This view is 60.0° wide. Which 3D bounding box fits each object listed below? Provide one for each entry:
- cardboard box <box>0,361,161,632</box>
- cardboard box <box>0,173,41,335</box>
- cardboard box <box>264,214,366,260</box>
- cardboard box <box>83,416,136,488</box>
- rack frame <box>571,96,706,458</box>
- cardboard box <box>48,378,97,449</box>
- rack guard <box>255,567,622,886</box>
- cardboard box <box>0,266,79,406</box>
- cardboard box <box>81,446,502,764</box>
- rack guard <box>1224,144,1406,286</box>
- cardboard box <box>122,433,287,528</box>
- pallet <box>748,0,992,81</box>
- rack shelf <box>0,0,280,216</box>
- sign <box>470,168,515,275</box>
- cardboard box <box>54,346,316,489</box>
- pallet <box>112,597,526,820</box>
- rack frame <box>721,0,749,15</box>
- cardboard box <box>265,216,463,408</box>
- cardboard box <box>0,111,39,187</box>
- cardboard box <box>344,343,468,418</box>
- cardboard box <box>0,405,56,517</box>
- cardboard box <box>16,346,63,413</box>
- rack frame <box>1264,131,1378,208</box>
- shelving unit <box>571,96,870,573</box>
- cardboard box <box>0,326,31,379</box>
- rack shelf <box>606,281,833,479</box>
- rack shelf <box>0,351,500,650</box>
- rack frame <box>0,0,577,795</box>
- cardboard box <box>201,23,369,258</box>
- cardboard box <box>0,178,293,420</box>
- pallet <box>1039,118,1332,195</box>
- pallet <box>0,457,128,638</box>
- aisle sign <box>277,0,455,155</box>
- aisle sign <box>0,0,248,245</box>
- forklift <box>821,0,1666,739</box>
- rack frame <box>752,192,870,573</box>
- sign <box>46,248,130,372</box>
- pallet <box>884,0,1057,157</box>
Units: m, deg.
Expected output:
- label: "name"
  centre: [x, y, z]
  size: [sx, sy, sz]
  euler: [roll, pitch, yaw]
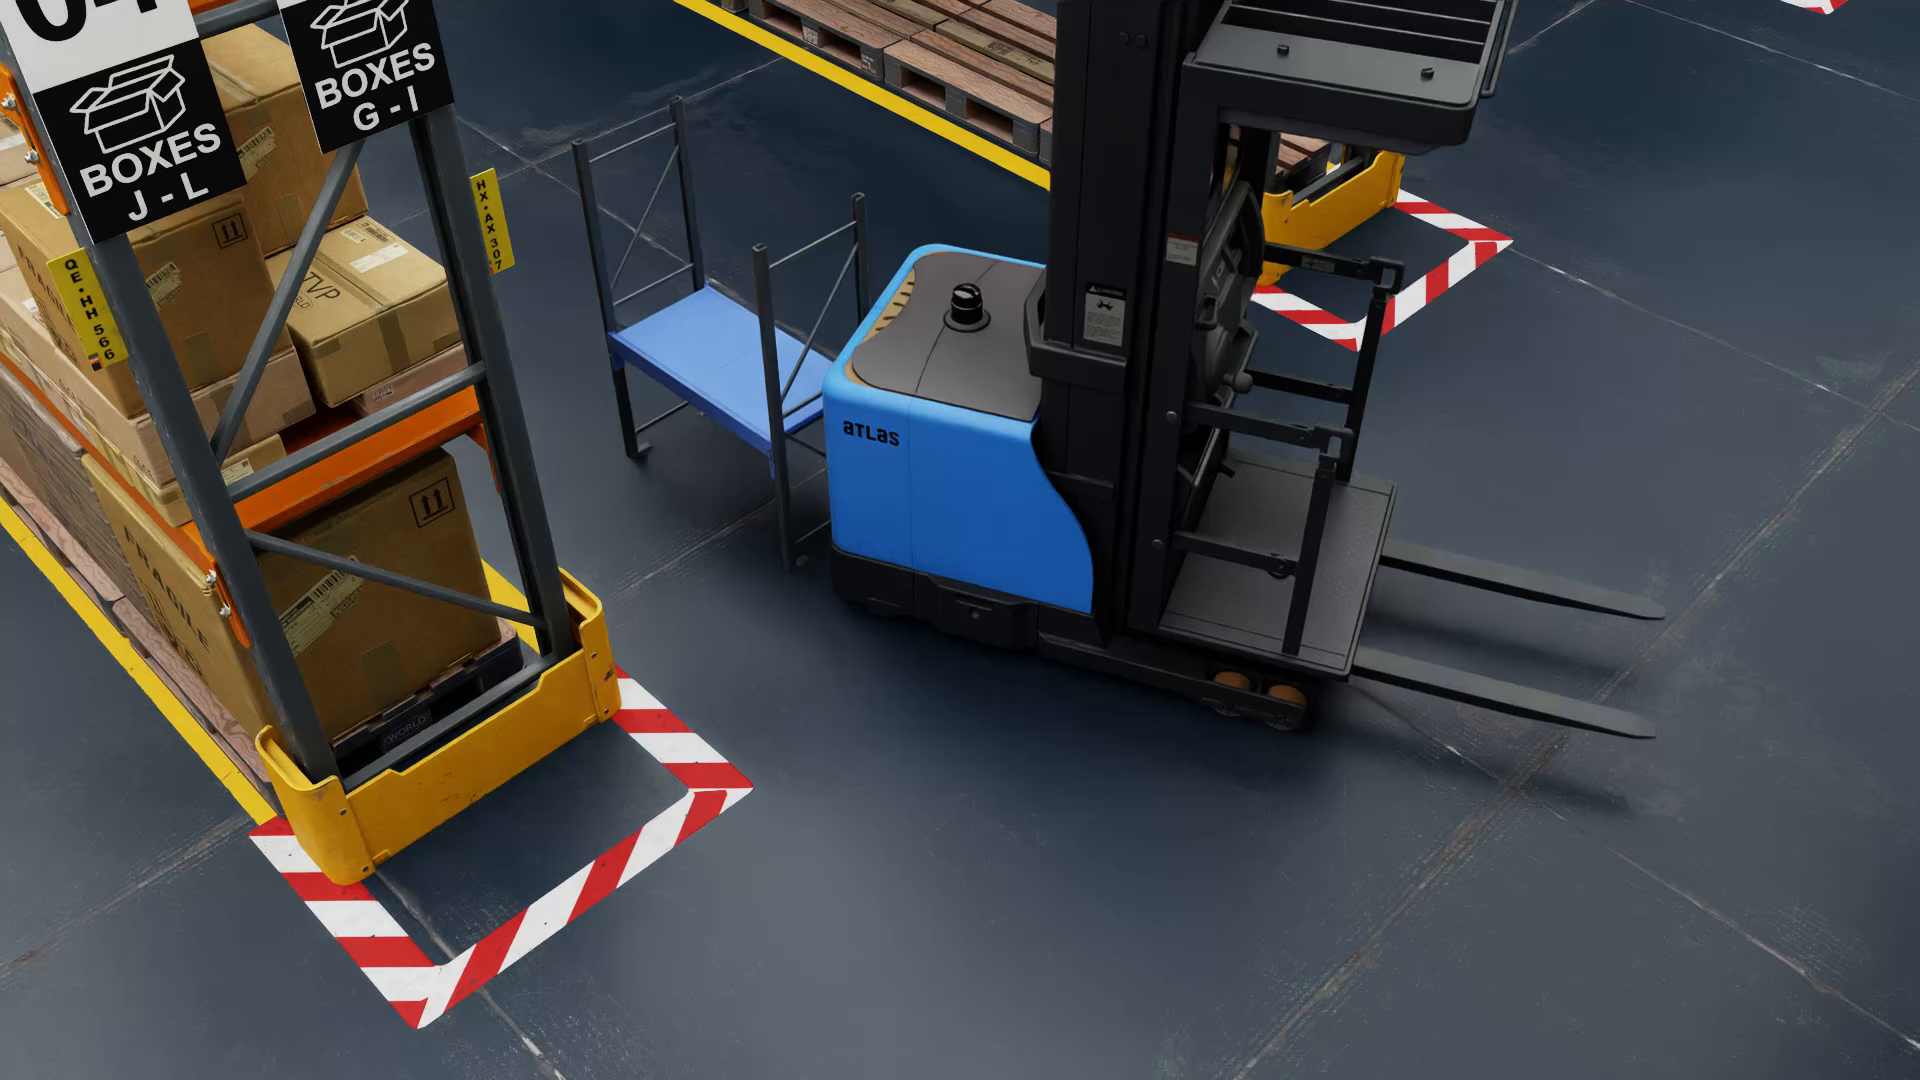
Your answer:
- label: "cardboard box"
  centre: [-2.916, -0.391, 6.219]
  size: [0.875, 0.875, 0.875]
  euler: [-34, 53, -31]
- label: "cardboard box"
  centre: [-3.013, -0.959, 5.469]
  size: [0.500, 0.250, 0.500]
  euler: [32, 52, 30]
- label: "cardboard box"
  centre: [-2.285, -0.972, 5.483]
  size: [0.500, 0.250, 0.500]
  euler: [34, 52, 31]
- label: "cardboard box"
  centre: [-2.434, -0.356, 5.110]
  size: [0.380, 0.149, 0.250]
  euler: [-34, 52, -31]
- label: "rack frame"
  centre: [-1.247, -1.029, 6.758]
  size: [0.032, 1.500, 0.500]
  euler: [33, 52, 31]
- label: "cardboard box"
  centre: [-2.612, -0.478, 5.242]
  size: [0.380, 0.149, 0.250]
  euler: [-34, 52, -31]
- label: "rack guard"
  centre: [-1.748, 0.619, 5.712]
  size: [1.175, 0.500, 0.348]
  euler: [-34, 53, -31]
- label: "cardboard box"
  centre: [-2.653, -0.715, 5.205]
  size: [0.500, 0.250, 0.500]
  euler: [33, 52, 31]
- label: "cardboard box"
  centre: [-2.274, 0.046, 5.746]
  size: [0.875, 0.875, 0.875]
  euler: [-34, 53, -31]
- label: "rack guard"
  centre: [1.768, -1.761, 8.288]
  size: [1.175, 0.500, 0.348]
  euler: [-34, 53, -31]
- label: "cardboard box"
  centre: [-2.250, -0.232, 4.976]
  size: [0.380, 0.149, 0.250]
  euler: [-33, 52, -31]
- label: "pallet"
  centre: [-0.536, -3.248, 10.109]
  size: [1.003, 0.211, 1.213]
  euler: [-34, 53, -31]
- label: "rack shelf"
  centre: [-3.177, -2.109, 5.142]
  size: [1.077, 0.370, 4.000]
  euler: [-34, 53, -31]
- label: "sign"
  centre: [-1.368, -0.921, 4.840]
  size: [0.100, 0.325, 0.005]
  euler: [-34, 53, -31]
- label: "cardboard box"
  centre: [-2.295, -0.471, 4.941]
  size: [0.500, 0.250, 0.500]
  euler: [33, 52, 31]
- label: "pallet"
  centre: [-2.385, 0.367, 6.198]
  size: [1.003, 0.211, 1.213]
  euler: [-34, 53, -31]
- label: "rack frame"
  centre: [-1.083, -4.607, 9.525]
  size: [1.000, 3.000, 0.127]
  euler: [-34, 53, -31]
- label: "cardboard box"
  centre: [-1.913, -0.725, 5.216]
  size: [0.500, 0.250, 0.500]
  euler: [33, 52, 30]
- label: "cardboard box"
  centre: [-3.383, -1.208, 5.738]
  size: [0.500, 0.250, 0.500]
  euler: [-34, 52, -31]
- label: "cardboard box"
  centre: [-1.782, -0.547, 5.317]
  size: [0.380, 0.149, 0.250]
  euler: [-33, 52, -31]
- label: "cardboard box"
  centre: [-3.545, -0.819, 6.682]
  size: [0.875, 0.875, 0.875]
  euler: [-34, 53, -31]
- label: "cardboard box"
  centre: [-2.787, -0.598, 5.372]
  size: [0.380, 0.149, 0.250]
  euler: [-33, 52, -31]
- label: "rack frame"
  centre: [1.742, -2.685, 7.445]
  size: [1.000, 3.000, 0.127]
  euler: [-34, 53, -31]
- label: "shelving unit"
  centre: [-0.882, -0.789, 6.498]
  size: [1.048, 1.500, 0.538]
  euler: [33, 52, 31]
- label: "cardboard box"
  centre: [-2.972, -0.722, 5.506]
  size: [0.250, 0.149, 0.380]
  euler: [33, 52, 31]
- label: "rack shelf"
  centre: [-0.882, -0.656, 6.620]
  size: [1.000, 0.185, 0.538]
  euler: [33, 52, 31]
- label: "rack shelf"
  centre: [-3.177, -1.008, 6.160]
  size: [1.077, 0.370, 4.000]
  euler: [-34, 53, -31]
- label: "rack frame"
  centre: [-1.765, -0.311, 4.876]
  size: [1.000, 3.000, 0.127]
  euler: [-34, 53, -31]
- label: "cardboard box"
  centre: [-2.266, -1.241, 5.221]
  size: [0.500, 0.500, 0.500]
  euler: [33, 52, 30]
- label: "cardboard box"
  centre: [-2.295, -0.749, 4.689]
  size: [0.500, 0.500, 0.500]
  euler: [-33, 52, -31]
- label: "pallet"
  centre: [1.187, -2.075, 8.841]
  size: [1.003, 0.211, 1.213]
  euler: [-34, 53, -31]
- label: "pallet"
  centre: [-3.242, -0.220, 6.832]
  size: [1.003, 0.211, 1.213]
  euler: [-34, 53, -31]
- label: "aisle sign"
  centre: [-1.502, -1.375, 4.112]
  size: [0.394, 0.787, 0.004]
  euler: [-34, 53, -31]
- label: "aisle sign"
  centre: [-1.927, -1.087, 3.801]
  size: [0.394, 0.787, 0.004]
  euler: [-34, 53, -31]
- label: "forklift"
  centre: [1.073, -0.800, 5.456]
  size: [3.031, 2.935, 1.130]
  euler: [14, 45, 15]
- label: "rack frame"
  centre: [-0.518, -0.548, 6.238]
  size: [0.032, 1.500, 0.500]
  euler: [33, 52, 31]
- label: "sign"
  centre: [-2.159, -0.570, 4.129]
  size: [0.100, 0.325, 0.005]
  euler: [-34, 53, -31]
- label: "pallet"
  centre: [0.329, -2.662, 9.475]
  size: [1.003, 0.211, 1.213]
  euler: [-34, 53, -31]
